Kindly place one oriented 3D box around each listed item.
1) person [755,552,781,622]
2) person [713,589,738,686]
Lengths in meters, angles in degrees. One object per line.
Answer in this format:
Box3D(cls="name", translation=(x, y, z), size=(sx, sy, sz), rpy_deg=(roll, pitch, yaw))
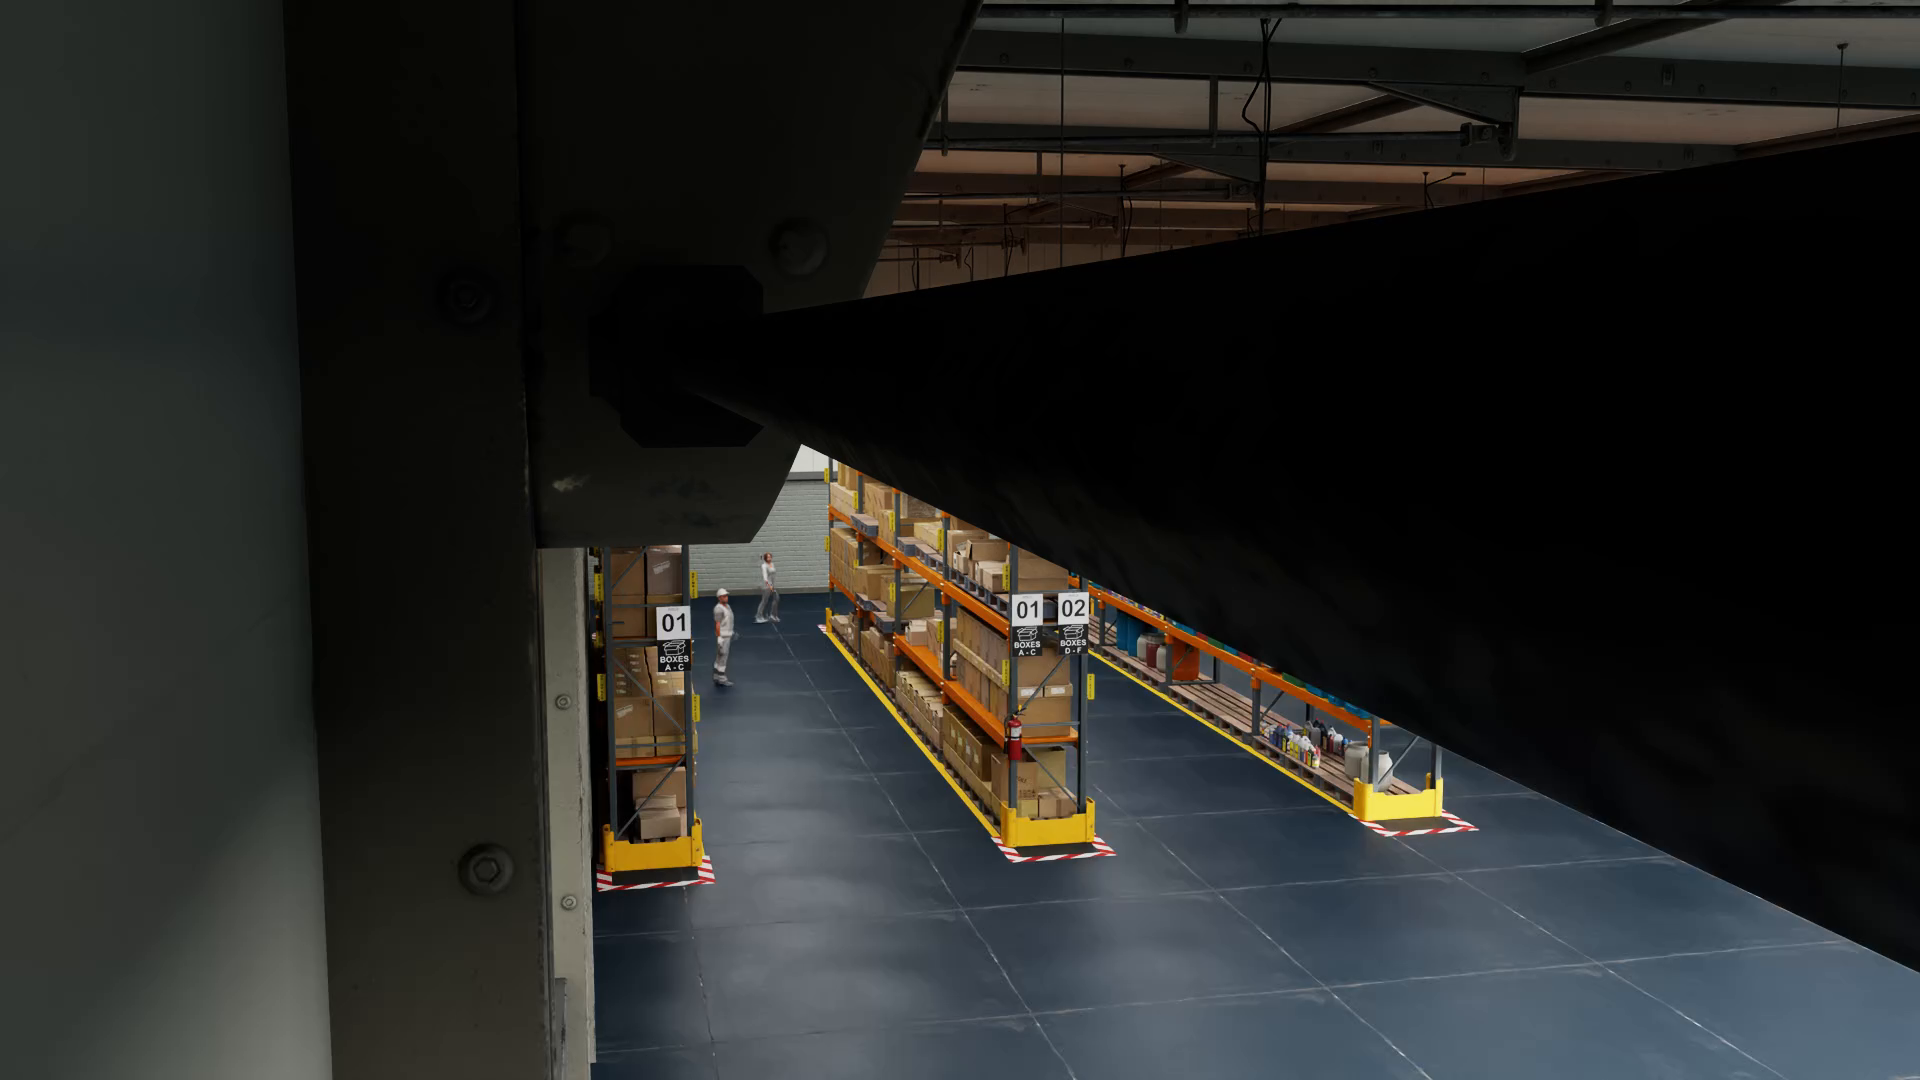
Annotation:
Box3D(cls="person", translation=(-4.341, 1.082, 37.537), size=(0.577, 1.612, 0.526), rpy_deg=(0, 7, -4))
Box3D(cls="person", translation=(-4.374, 1.791, 30.852), size=(0.437, 1.808, 0.638), rpy_deg=(0, 7, 4))
